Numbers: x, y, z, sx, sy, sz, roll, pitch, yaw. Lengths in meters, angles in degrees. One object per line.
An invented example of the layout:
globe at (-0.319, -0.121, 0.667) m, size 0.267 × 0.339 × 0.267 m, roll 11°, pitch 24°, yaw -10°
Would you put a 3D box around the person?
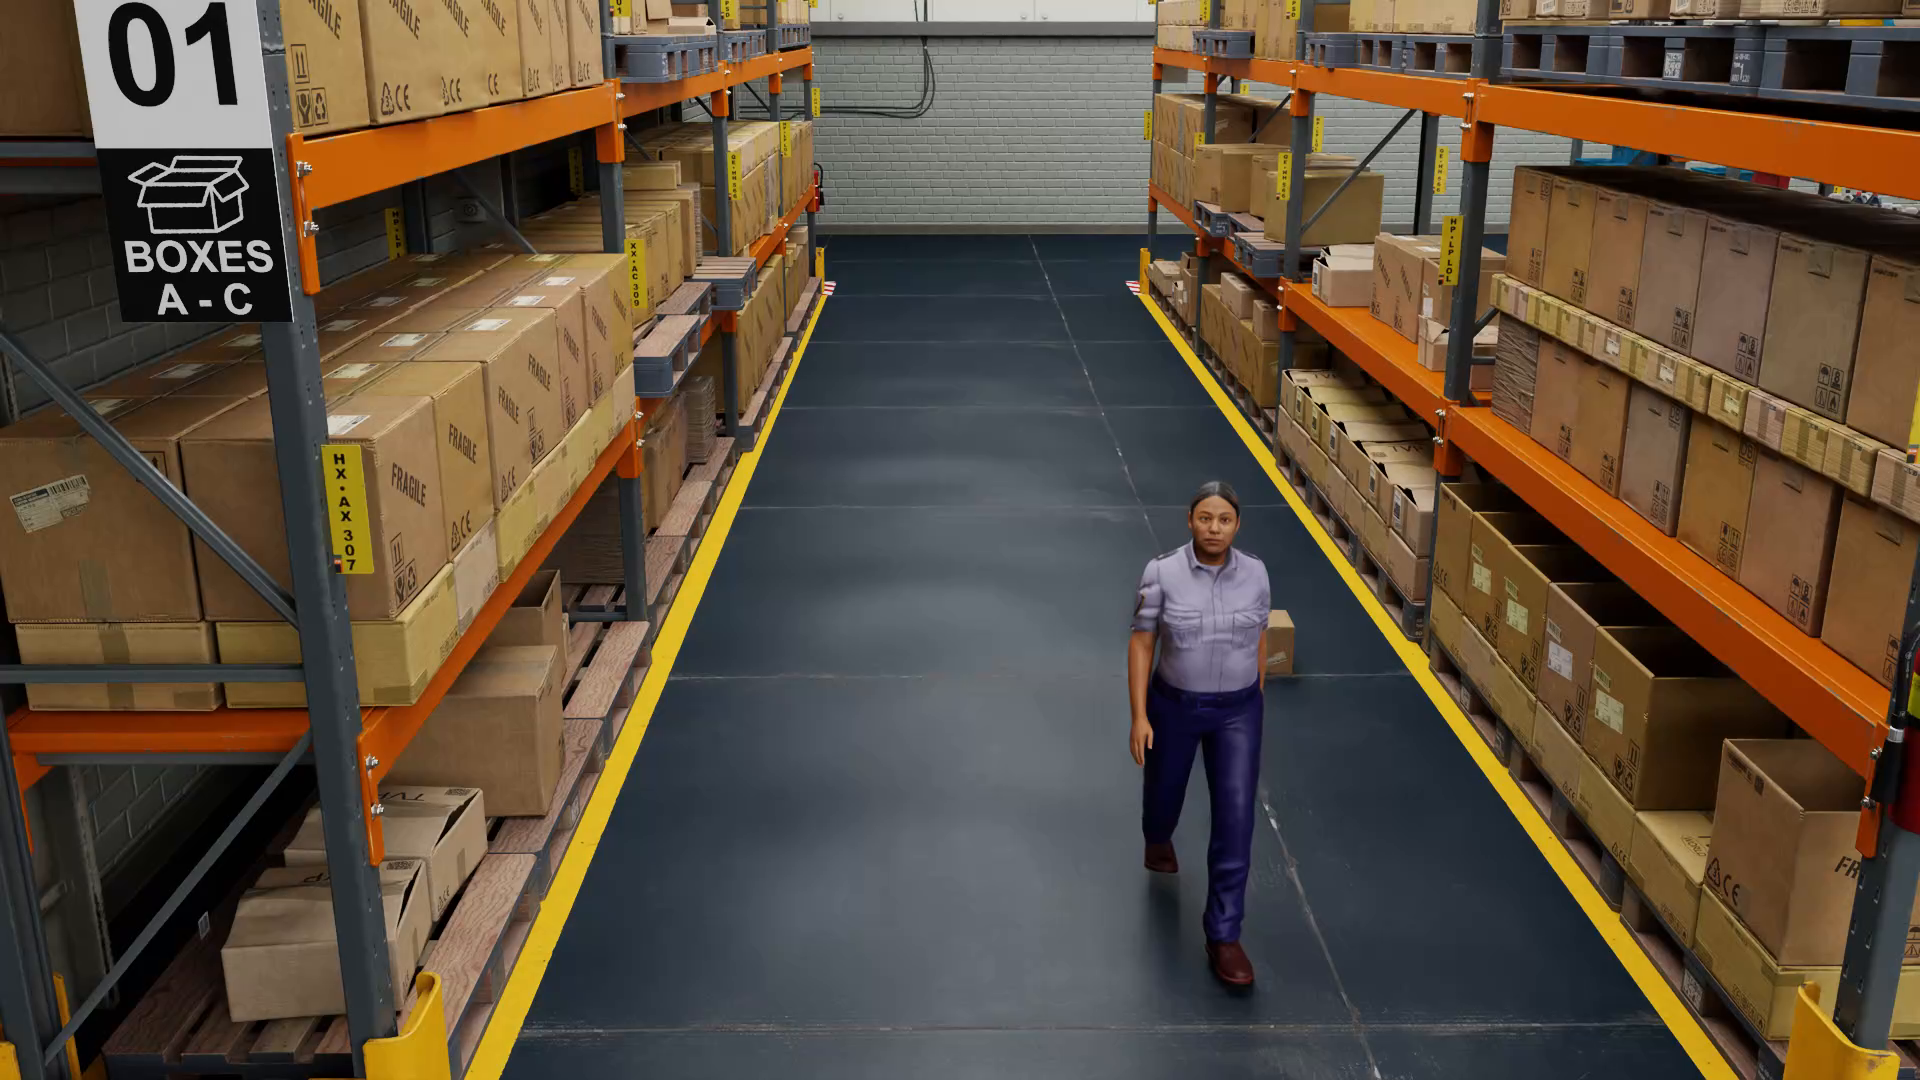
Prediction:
person at (0.811, 0.580, 5.684) m, size 0.488 × 1.600 × 0.948 m, roll 0°, pitch 17°, yaw 0°
